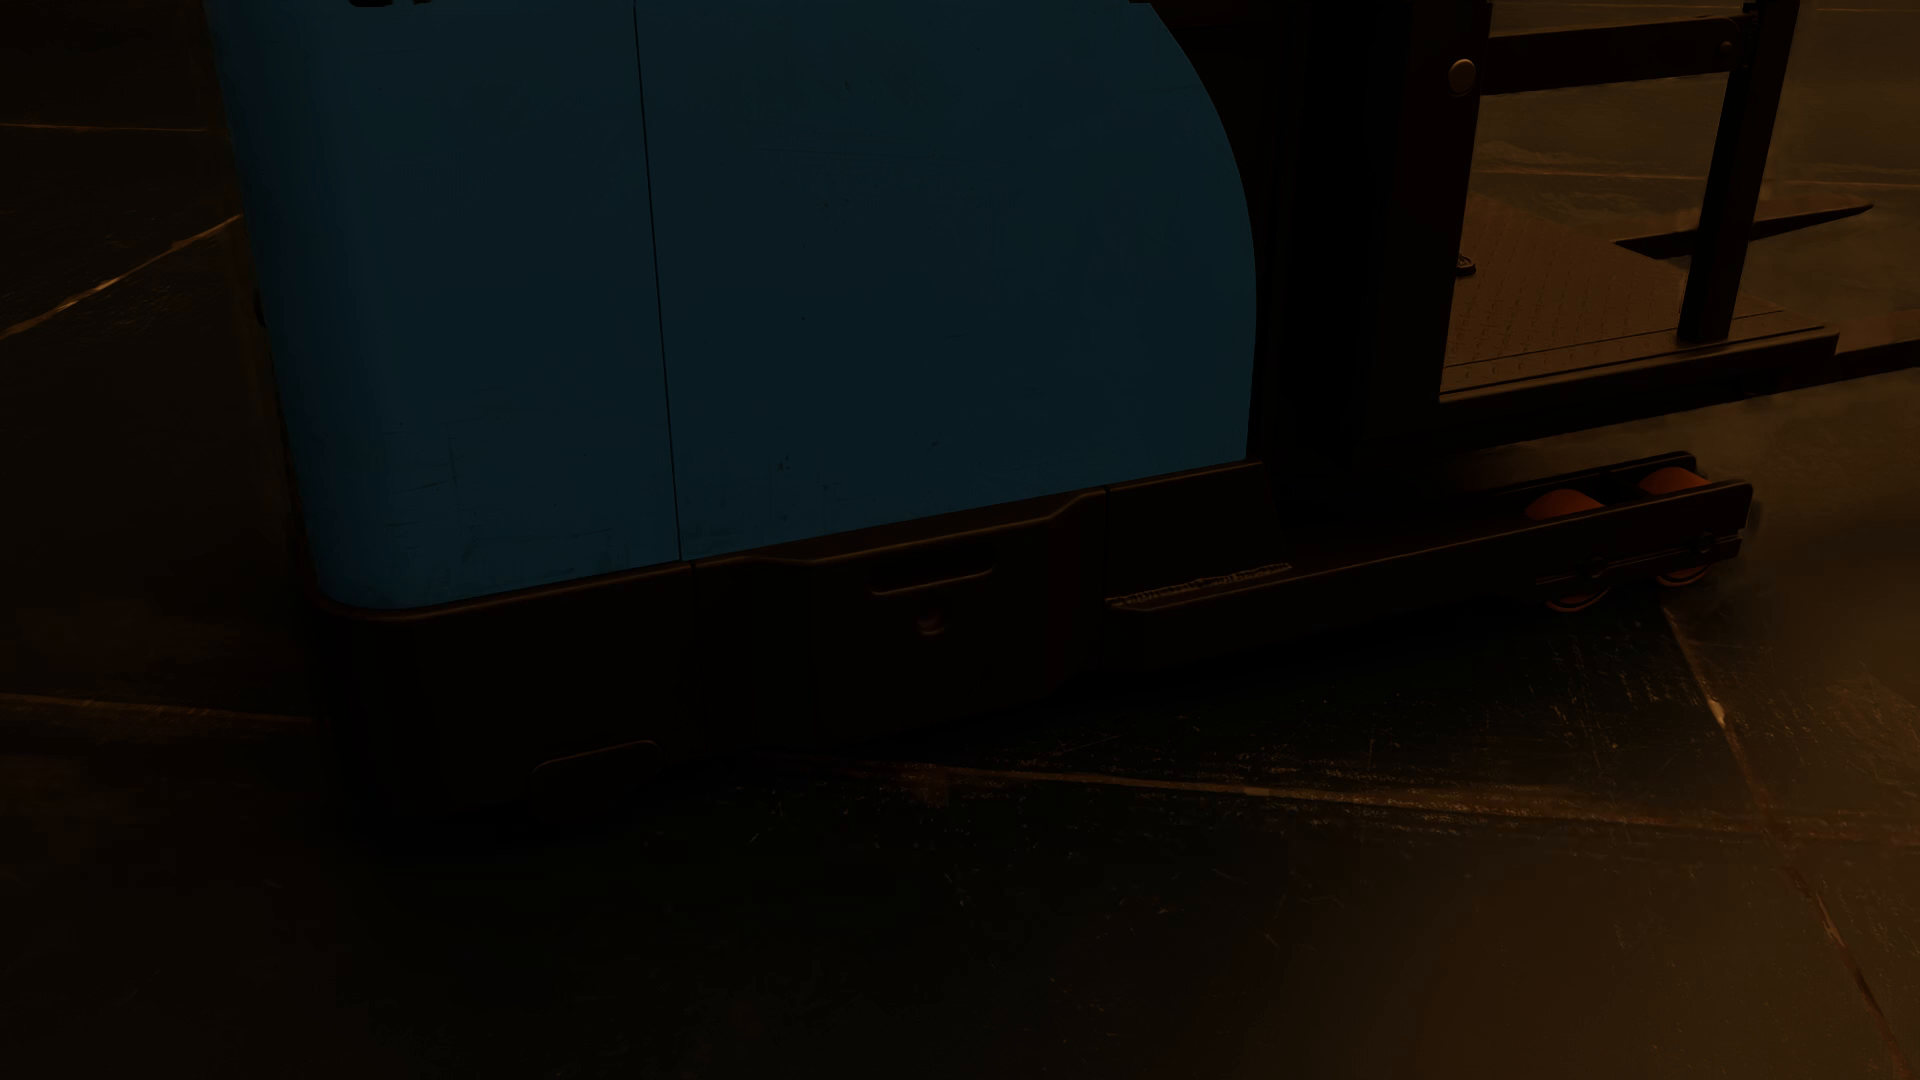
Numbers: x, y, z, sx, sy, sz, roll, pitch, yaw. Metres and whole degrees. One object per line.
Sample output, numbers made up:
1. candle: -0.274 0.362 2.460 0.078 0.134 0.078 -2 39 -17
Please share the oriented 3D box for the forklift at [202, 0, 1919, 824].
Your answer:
1. forklift: 0.562 -1.418 2.058 3.031 2.935 1.130 -11 28 -20
